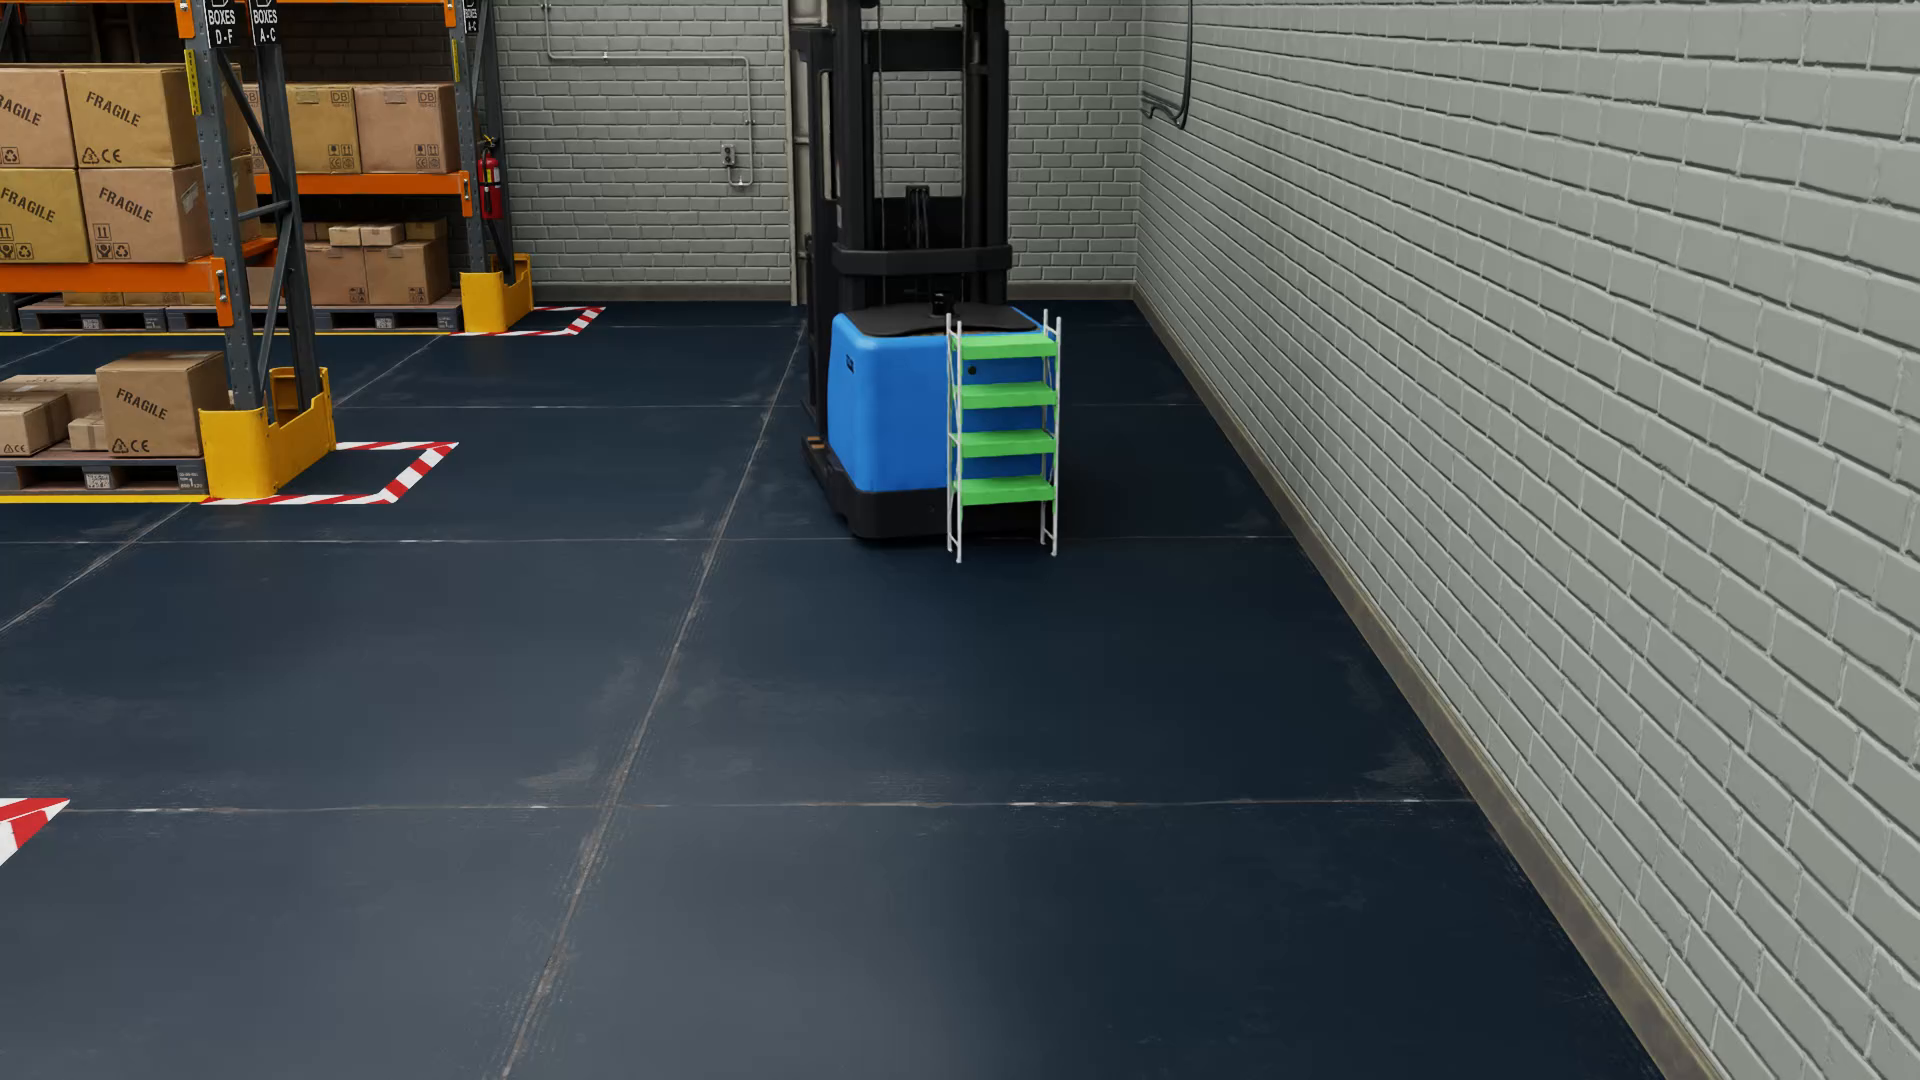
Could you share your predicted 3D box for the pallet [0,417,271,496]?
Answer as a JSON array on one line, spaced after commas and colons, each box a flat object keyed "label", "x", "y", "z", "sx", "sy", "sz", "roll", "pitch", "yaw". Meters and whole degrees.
[{"label": "pallet", "x": -4.830, "y": -0.503, "z": 9.770, "sx": 1.213, "sy": 0.211, "sz": 1.003, "roll": 0, "pitch": 18, "yaw": -1}]

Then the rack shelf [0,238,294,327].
[{"label": "rack shelf", "x": -5.956, "y": -1.483, "z": 9.438, "sx": 4.000, "sy": 0.370, "sz": 1.077, "roll": 0, "pitch": 18, "yaw": -1}]

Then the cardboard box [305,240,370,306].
[{"label": "cardboard box", "x": -5.237, "y": -2.322, "z": 14.279, "sx": 0.500, "sy": 0.500, "sz": 0.700, "roll": 0, "pitch": 18, "yaw": -1}]

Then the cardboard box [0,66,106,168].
[{"label": "cardboard box", "x": -4.902, "y": -2.270, "z": 8.913, "sx": 0.500, "sy": 0.500, "sz": 0.500, "roll": 0, "pitch": 18, "yaw": 1}]

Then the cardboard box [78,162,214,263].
[{"label": "cardboard box", "x": -4.400, "y": -1.798, "z": 9.077, "sx": 0.500, "sy": 0.500, "sz": 0.500, "roll": 0, "pitch": 18, "yaw": 1}]

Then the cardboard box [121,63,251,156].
[{"label": "cardboard box", "x": -4.404, "y": -2.437, "z": 9.435, "sx": 0.500, "sy": 0.500, "sz": 0.500, "roll": 0, "pitch": 18, "yaw": 1}]

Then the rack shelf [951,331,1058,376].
[{"label": "rack shelf", "x": 0.209, "y": -0.903, "z": 8.037, "sx": 0.480, "sy": 0.148, "sz": 0.258, "roll": -4, "pitch": 18, "yaw": -13}]

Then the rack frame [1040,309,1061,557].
[{"label": "rack frame", "x": 0.447, "y": -0.524, "z": 8.218, "sx": 0.015, "sy": 1.200, "sz": 0.240, "roll": -4, "pitch": 18, "yaw": -13}]

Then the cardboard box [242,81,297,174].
[{"label": "cardboard box", "x": -6.038, "y": -3.478, "z": 13.987, "sx": 0.700, "sy": 0.700, "sz": 0.980, "roll": -1, "pitch": 18, "yaw": -4}]

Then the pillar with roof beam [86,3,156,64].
[{"label": "pillar with roof beam", "x": -7.284, "y": -5.138, "z": 9.833, "sx": 0.400, "sy": 9.000, "sz": 9.100, "roll": 0, "pitch": 18, "yaw": -1}]

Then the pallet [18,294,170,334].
[{"label": "pallet", "x": -7.276, "y": -1.981, "z": 14.377, "sx": 1.213, "sy": 0.211, "sz": 1.003, "roll": 0, "pitch": 18, "yaw": -1}]

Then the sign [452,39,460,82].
[{"label": "sign", "x": -4.044, "y": -3.847, "z": 13.345, "sx": 0.005, "sy": 0.325, "sz": 0.100, "roll": 0, "pitch": 18, "yaw": -1}]

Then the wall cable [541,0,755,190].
[{"label": "wall cable", "x": -2.773, "y": -4.127, "z": 14.839, "sx": 1.851, "sy": 1.984, "sz": 0.084, "roll": 0, "pitch": 18, "yaw": -1}]

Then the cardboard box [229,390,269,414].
[{"label": "cardboard box", "x": -4.381, "y": -0.790, "z": 10.047, "sx": 0.250, "sy": 0.149, "sz": 0.380, "roll": 0, "pitch": 18, "yaw": -1}]

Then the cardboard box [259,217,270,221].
[{"label": "cardboard box", "x": -6.136, "y": -2.687, "z": 14.356, "sx": 0.250, "sy": 0.149, "sz": 0.380, "roll": -1, "pitch": 18, "yaw": -2}]

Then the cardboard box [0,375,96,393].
[{"label": "cardboard box", "x": -5.505, "y": -0.815, "z": 9.958, "sx": 0.500, "sy": 0.250, "sz": 0.500, "roll": 0, "pitch": 18, "yaw": -1}]

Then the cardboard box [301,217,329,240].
[{"label": "cardboard box", "x": -5.626, "y": -2.689, "z": 14.363, "sx": 0.250, "sy": 0.149, "sz": 0.380, "roll": 0, "pitch": 18, "yaw": 0}]

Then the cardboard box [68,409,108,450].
[{"label": "cardboard box", "x": -4.903, "y": -0.643, "z": 9.561, "sx": 0.250, "sy": 0.166, "sz": 0.380, "roll": 0, "pitch": 18, "yaw": -1}]

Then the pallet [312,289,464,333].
[{"label": "pallet", "x": -4.837, "y": -1.993, "z": 14.414, "sx": 1.213, "sy": 0.211, "sz": 1.003, "roll": 0, "pitch": 18, "yaw": -1}]

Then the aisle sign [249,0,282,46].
[{"label": "aisle sign", "x": -3.893, "y": -3.163, "z": 9.242, "sx": 0.004, "sy": 0.787, "sz": 0.394, "roll": 0, "pitch": 18, "yaw": -1}]

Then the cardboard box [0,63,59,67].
[{"label": "cardboard box", "x": -5.427, "y": -2.432, "z": 9.417, "sx": 0.500, "sy": 0.500, "sz": 0.500, "roll": 0, "pitch": 18, "yaw": 0}]

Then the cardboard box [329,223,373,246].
[{"label": "cardboard box", "x": -5.118, "y": -2.575, "z": 14.007, "sx": 0.250, "sy": 0.149, "sz": 0.380, "roll": 0, "pitch": 18, "yaw": 1}]

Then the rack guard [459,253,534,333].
[{"label": "rack guard", "x": -4.015, "y": -2.158, "z": 14.457, "sx": 0.348, "sy": 0.500, "sz": 1.175, "roll": 0, "pitch": 18, "yaw": -1}]

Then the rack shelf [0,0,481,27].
[{"label": "rack shelf", "x": -6.038, "y": -4.424, "z": 13.696, "sx": 4.000, "sy": 0.370, "sz": 1.077, "roll": 0, "pitch": 18, "yaw": -1}]

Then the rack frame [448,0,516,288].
[{"label": "rack frame", "x": -4.039, "y": -3.348, "z": 14.075, "sx": 0.127, "sy": 3.000, "sz": 1.000, "roll": 0, "pitch": 18, "yaw": -1}]

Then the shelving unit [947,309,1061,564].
[{"label": "shelving unit", "x": 0.209, "y": -0.507, "z": 8.164, "sx": 0.503, "sy": 1.200, "sz": 0.258, "roll": -4, "pitch": 18, "yaw": -13}]

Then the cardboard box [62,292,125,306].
[{"label": "cardboard box", "x": -7.289, "y": -2.311, "z": 14.246, "sx": 0.500, "sy": 0.500, "sz": 0.700, "roll": 0, "pitch": 18, "yaw": 0}]

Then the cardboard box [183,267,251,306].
[{"label": "cardboard box", "x": -6.273, "y": -2.314, "z": 14.256, "sx": 0.500, "sy": 0.500, "sz": 0.700, "roll": 0, "pitch": 18, "yaw": 0}]

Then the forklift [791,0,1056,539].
[{"label": "forklift", "x": -0.332, "y": -1.814, "z": 9.403, "sx": 1.130, "sy": 2.935, "sz": 3.031, "roll": -4, "pitch": 18, "yaw": -12}]

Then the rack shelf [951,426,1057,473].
[{"label": "rack shelf", "x": 0.209, "y": -0.446, "z": 8.184, "sx": 0.480, "sy": 0.148, "sz": 0.258, "roll": -4, "pitch": 18, "yaw": -13}]

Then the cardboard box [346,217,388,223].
[{"label": "cardboard box", "x": -5.122, "y": -2.692, "z": 14.371, "sx": 0.250, "sy": 0.149, "sz": 0.380, "roll": 0, "pitch": 18, "yaw": -1}]

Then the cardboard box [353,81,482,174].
[{"label": "cardboard box", "x": -4.548, "y": -3.486, "z": 14.012, "sx": 0.700, "sy": 0.700, "sz": 0.980, "roll": 1, "pitch": 18, "yaw": 2}]

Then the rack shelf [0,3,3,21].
[{"label": "rack shelf", "x": -10.038, "y": -4.405, "z": 13.636, "sx": 4.000, "sy": 0.370, "sz": 1.077, "roll": 0, "pitch": 18, "yaw": -1}]
